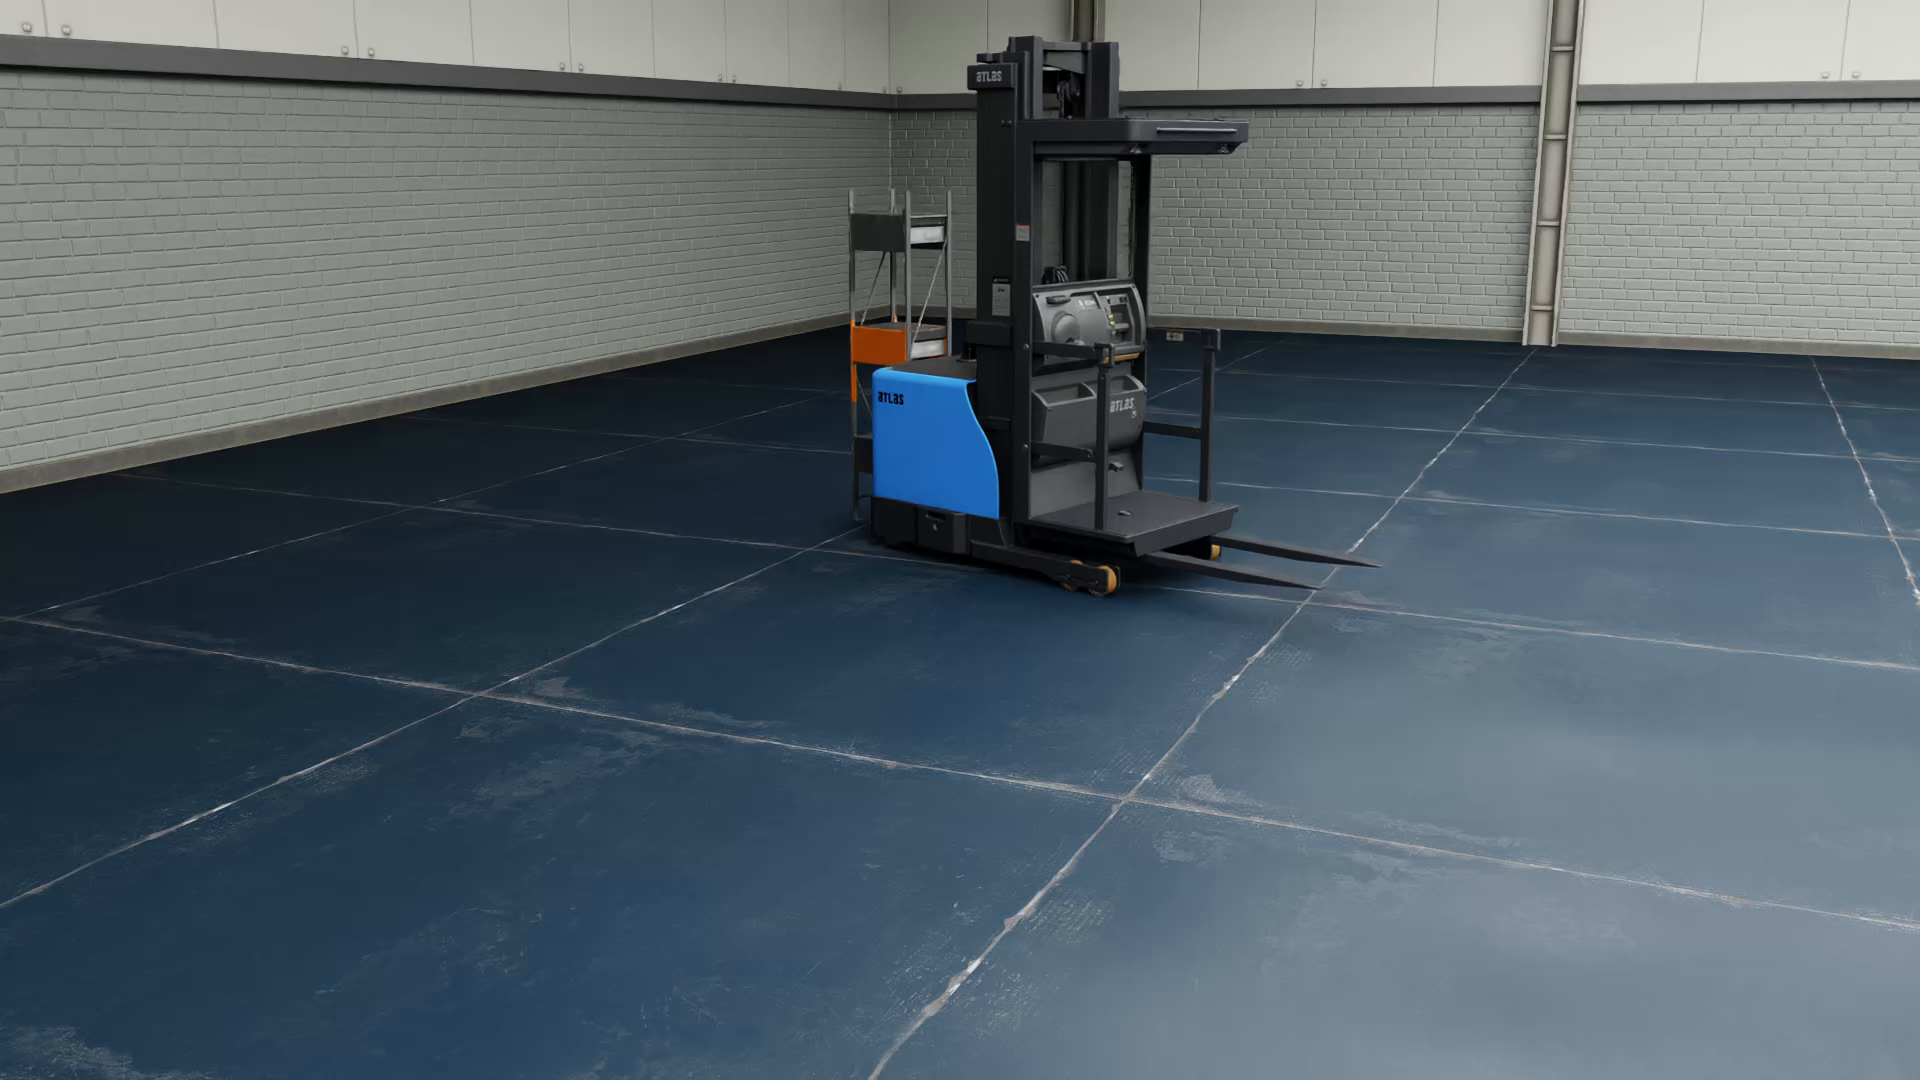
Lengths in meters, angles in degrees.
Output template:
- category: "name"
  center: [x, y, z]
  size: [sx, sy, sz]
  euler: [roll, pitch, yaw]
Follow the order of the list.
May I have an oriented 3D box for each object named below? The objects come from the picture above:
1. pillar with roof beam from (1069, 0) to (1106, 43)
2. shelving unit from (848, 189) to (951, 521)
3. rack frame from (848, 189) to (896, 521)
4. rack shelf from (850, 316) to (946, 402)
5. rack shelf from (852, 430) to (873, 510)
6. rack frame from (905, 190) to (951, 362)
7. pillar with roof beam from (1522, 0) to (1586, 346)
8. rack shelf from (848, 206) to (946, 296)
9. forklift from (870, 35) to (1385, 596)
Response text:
- category: "pillar with roof beam"
  center: [-0.059, -6.456, 18.070]
  size: [0.400, 9.000, 9.100]
  euler: [6, 14, 23]
- category: "shelving unit"
  center: [-0.374, -1.141, 10.519]
  size: [0.503, 2.100, 0.431]
  euler: [12, 18, 41]
- category: "rack frame"
  center: [-0.555, -1.178, 10.678]
  size: [0.015, 2.100, 0.400]
  euler: [12, 18, 41]
- category: "rack shelf"
  center: [-0.374, -1.127, 10.522]
  size: [0.480, 0.518, 0.431]
  euler: [12, 18, 41]
- category: "rack shelf"
  center: [-0.374, -0.446, 10.682]
  size: [0.480, 0.518, 0.431]
  euler: [12, 18, 41]
- category: "rack frame"
  center: [-0.193, -1.103, 10.360]
  size: [0.015, 2.100, 0.400]
  euler: [12, 18, 41]
- category: "pillar with roof beam"
  center: [5.427, -5.901, 15.704]
  size: [0.400, 9.000, 9.100]
  euler: [6, 14, 23]
- category: "rack shelf"
  center: [-0.374, -1.809, 10.362]
  size: [0.480, 0.518, 0.431]
  euler: [12, 18, 41]
- category: "forklift"
  center: [0.889, -1.258, 9.200]
  size: [3.031, 2.935, 1.130]
  euler: [12, 18, 41]
